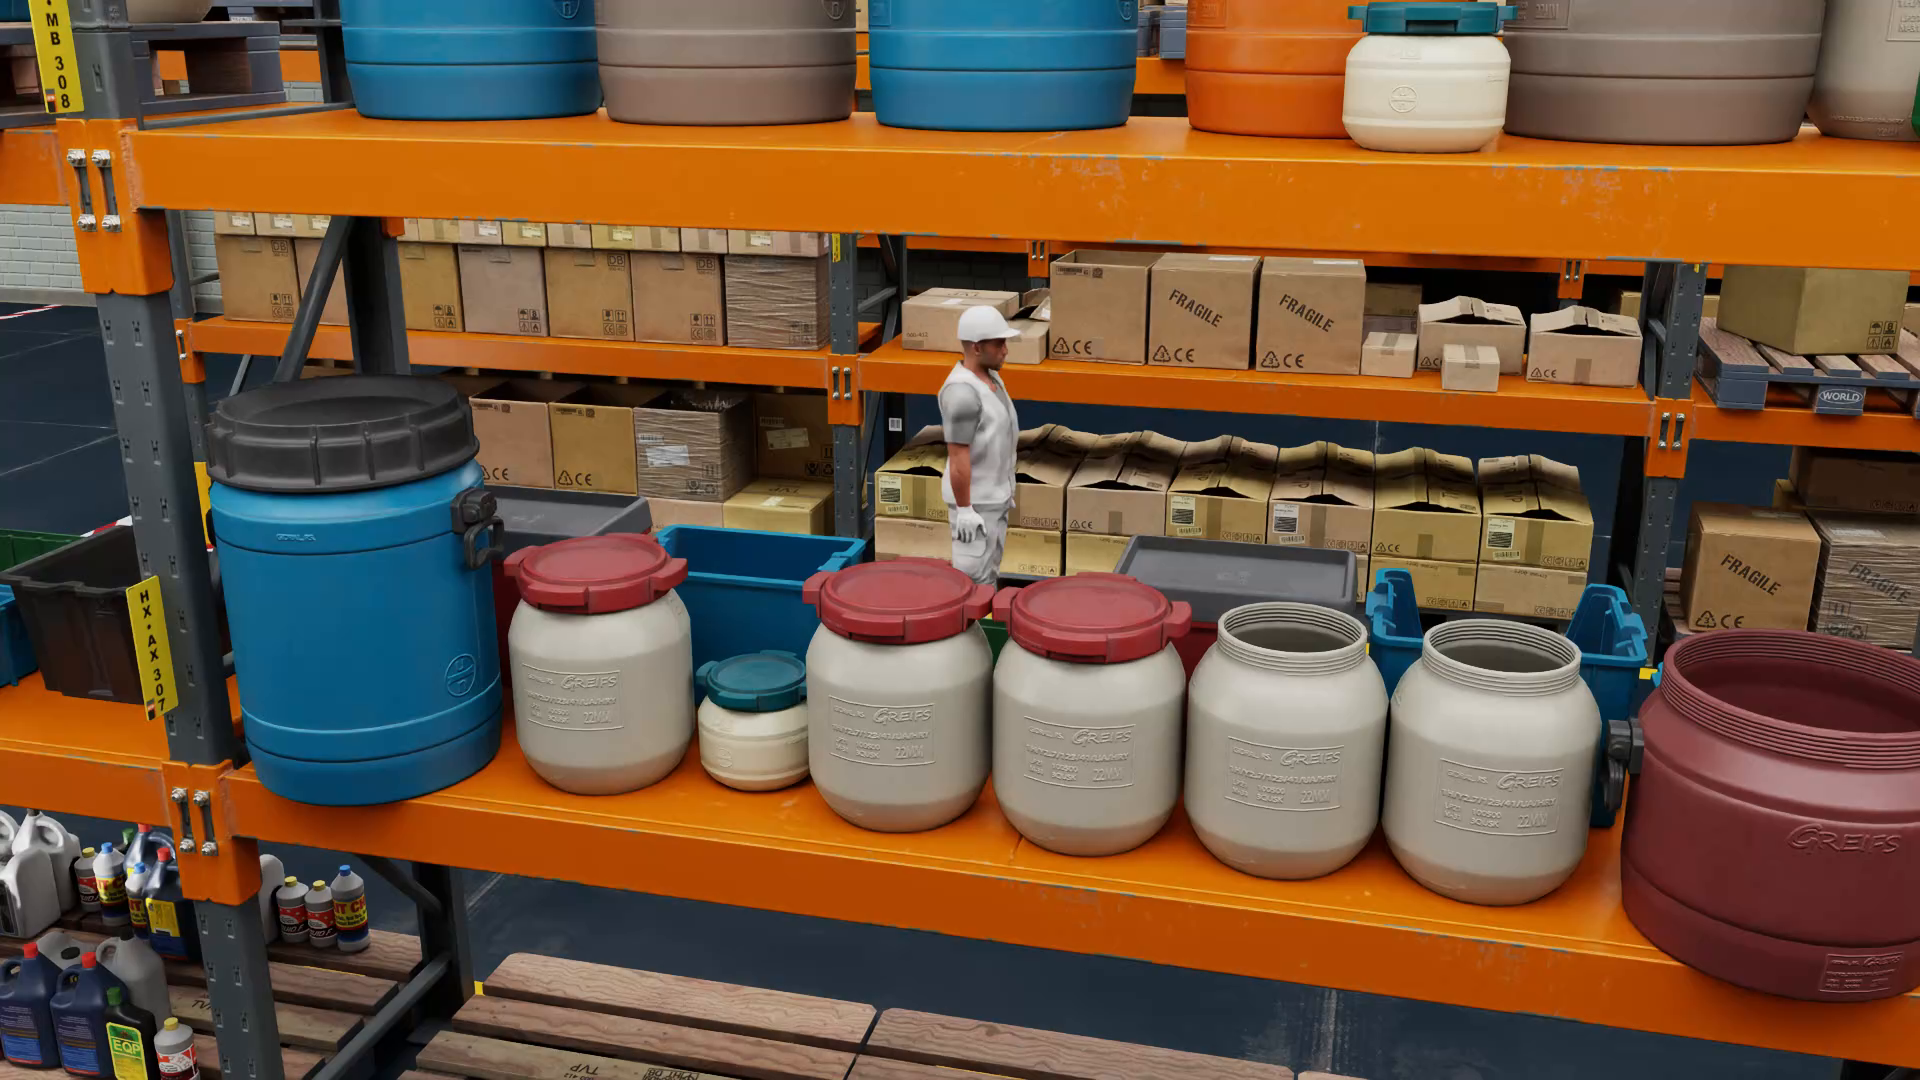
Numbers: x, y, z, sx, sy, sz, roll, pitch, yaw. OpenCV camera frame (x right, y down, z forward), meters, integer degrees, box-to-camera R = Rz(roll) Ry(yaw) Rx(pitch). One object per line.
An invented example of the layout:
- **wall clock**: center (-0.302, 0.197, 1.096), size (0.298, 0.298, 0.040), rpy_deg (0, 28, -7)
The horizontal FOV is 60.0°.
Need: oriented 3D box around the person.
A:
- **person**: center (0.099, -0.171, 7.539), size (0.341, 1.788, 0.526), rpy_deg (5, 19, 14)
